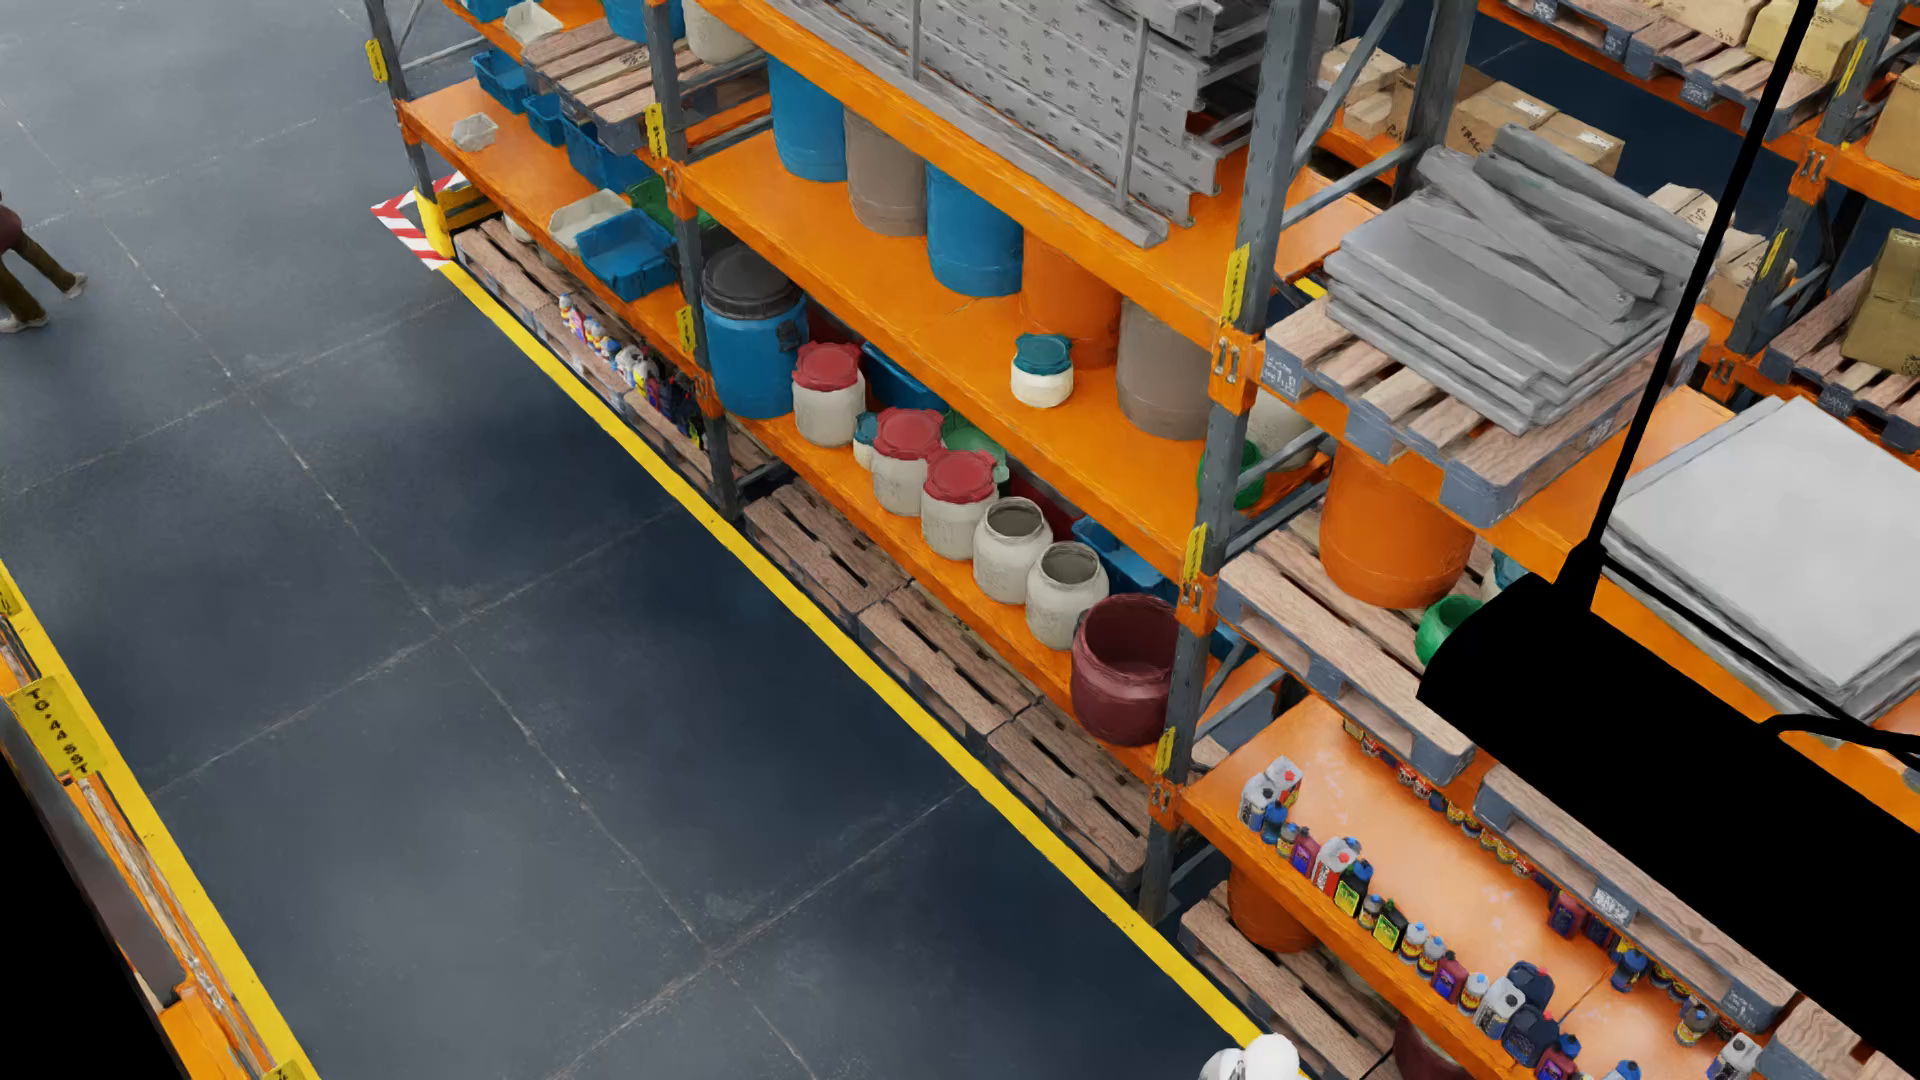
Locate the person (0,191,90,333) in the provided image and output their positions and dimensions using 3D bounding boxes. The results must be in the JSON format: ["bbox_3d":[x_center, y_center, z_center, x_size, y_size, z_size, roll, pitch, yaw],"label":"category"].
[{"bbox_3d":[-6.932,-2.342,11.989,0.517,1.771,0.793,7,47,6],"label":"person"}]

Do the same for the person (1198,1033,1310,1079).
[{"bbox_3d":[1.261,2.654,7.215,0.627,1.778,0.401,23,51,20],"label":"person"}]
